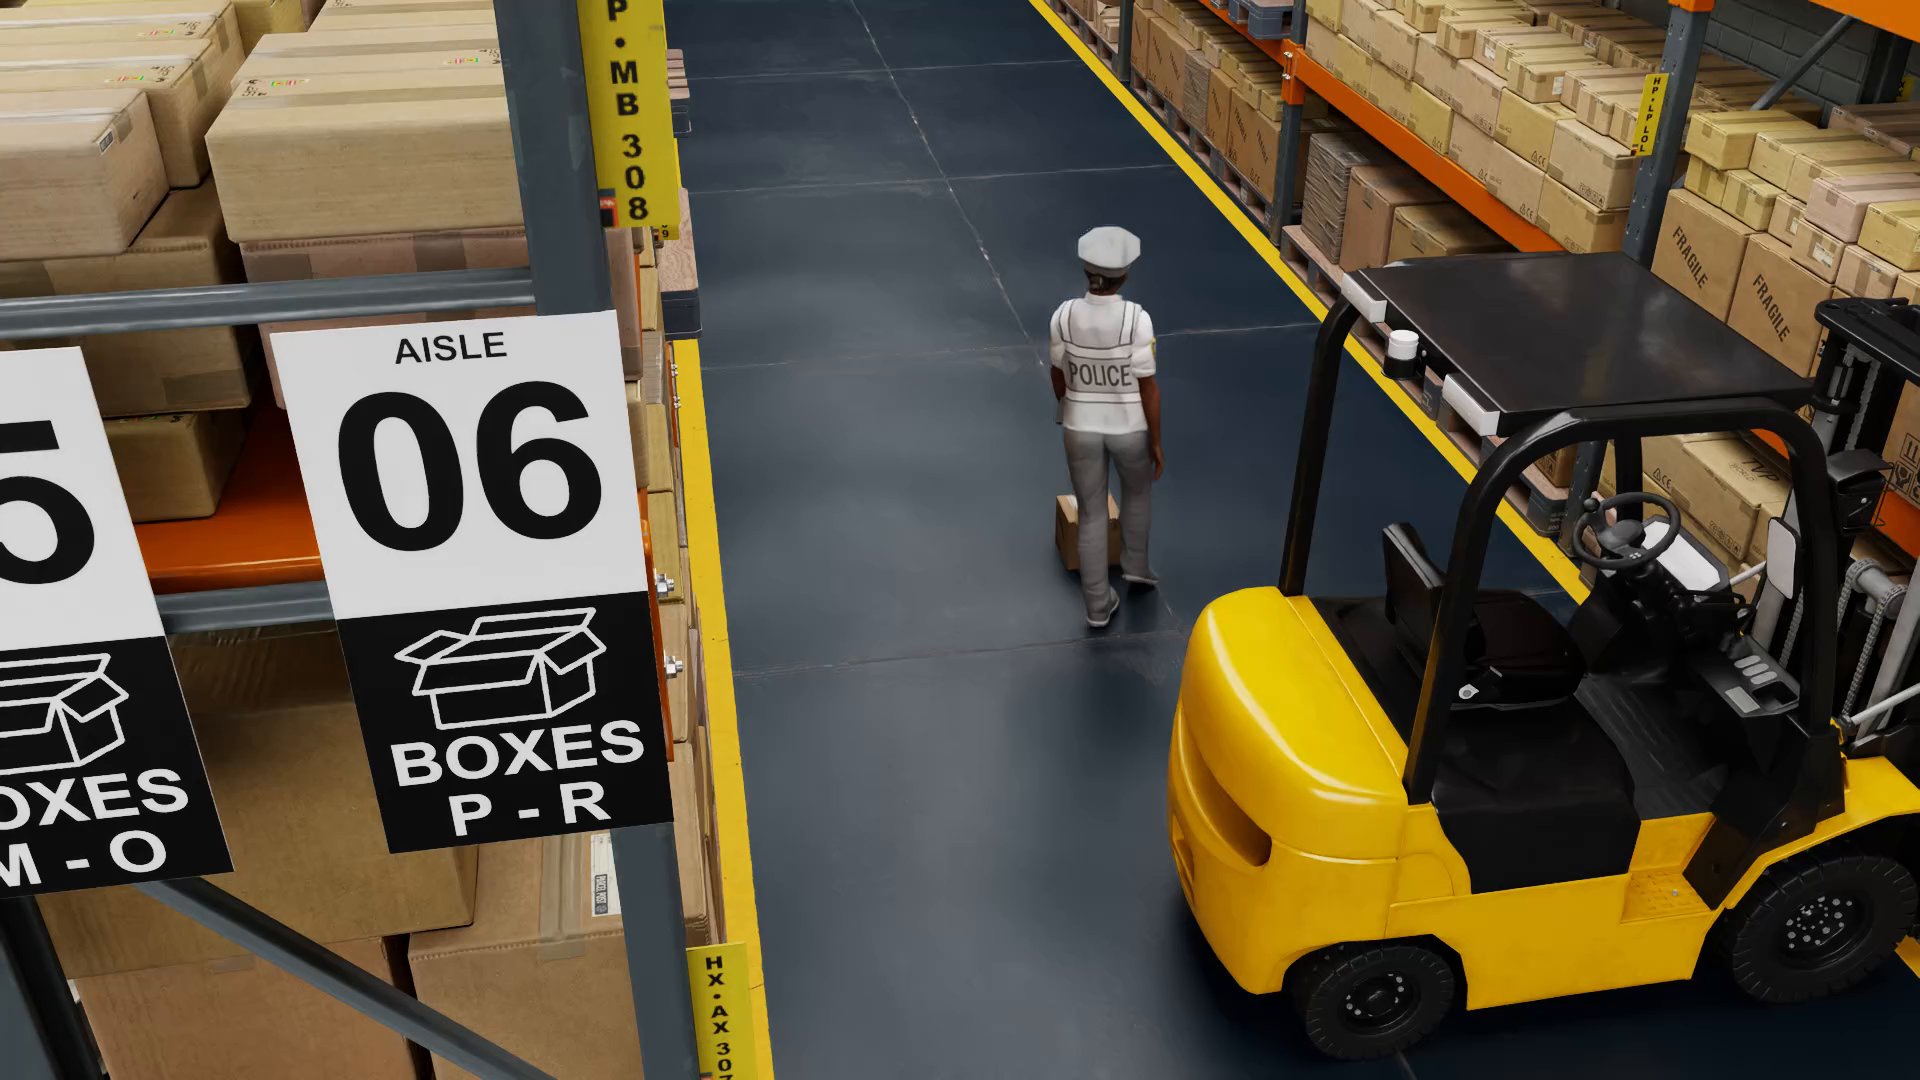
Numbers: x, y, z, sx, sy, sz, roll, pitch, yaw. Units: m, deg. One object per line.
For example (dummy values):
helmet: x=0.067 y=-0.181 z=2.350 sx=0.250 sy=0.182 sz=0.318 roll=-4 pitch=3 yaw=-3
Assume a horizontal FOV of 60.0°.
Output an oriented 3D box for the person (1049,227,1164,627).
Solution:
person: x=0.611 y=-0.438 z=6.900 sx=0.500 sy=1.723 sz=0.582 roll=5 pitch=31 yaw=9
